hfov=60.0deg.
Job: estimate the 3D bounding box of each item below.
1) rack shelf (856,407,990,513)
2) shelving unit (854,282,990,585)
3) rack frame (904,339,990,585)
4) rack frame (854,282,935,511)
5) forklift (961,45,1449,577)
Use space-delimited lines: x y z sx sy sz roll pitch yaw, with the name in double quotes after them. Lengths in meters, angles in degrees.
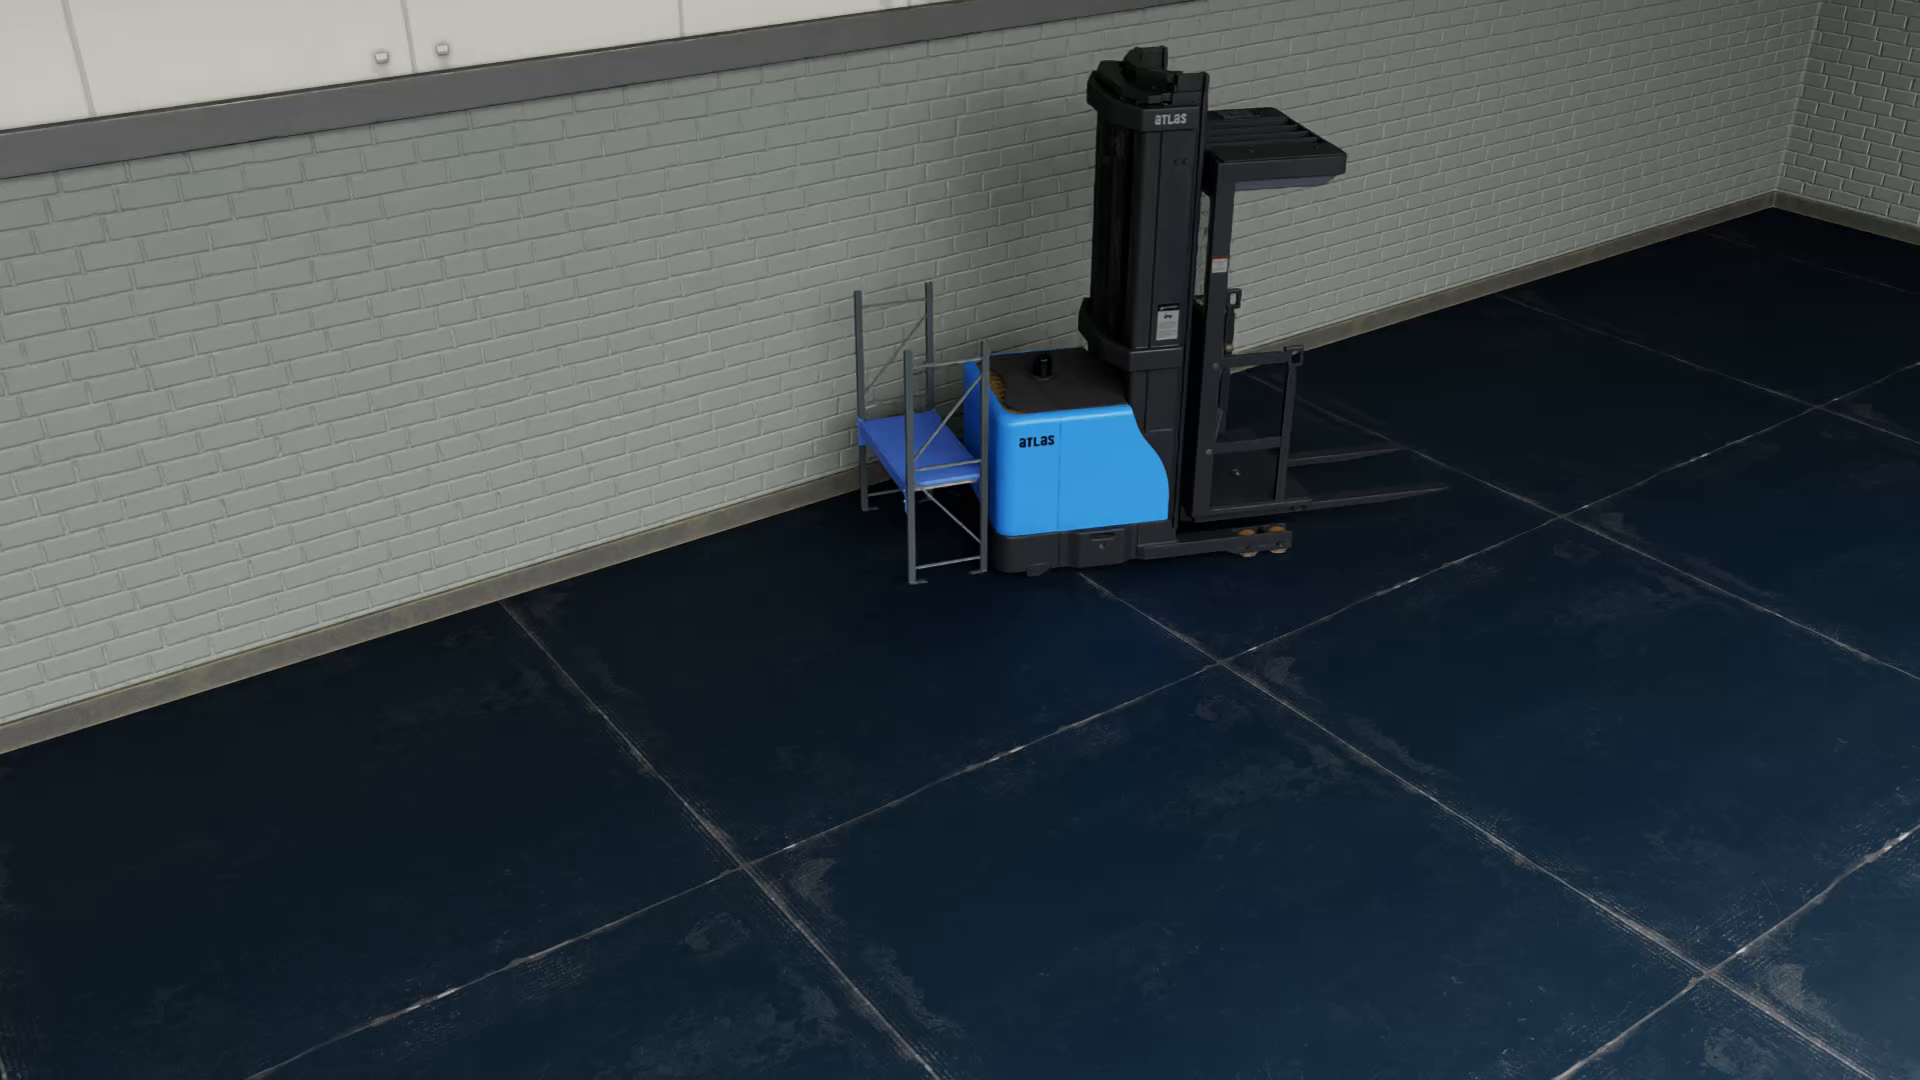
-0.240 -0.504 10.210 0.538 0.185 1.000 -9 30 -17 "rack shelf"
-0.240 -0.662 10.125 0.538 1.500 1.048 -9 30 -17 "shelving unit"
-0.074 -0.433 9.703 0.500 1.500 0.032 -9 30 -17 "rack frame"
-0.407 -0.891 10.547 0.500 1.500 0.032 -9 30 -17 "rack frame"
1.581 -1.424 10.027 3.031 2.935 1.130 -6 29 -11 "forklift"
